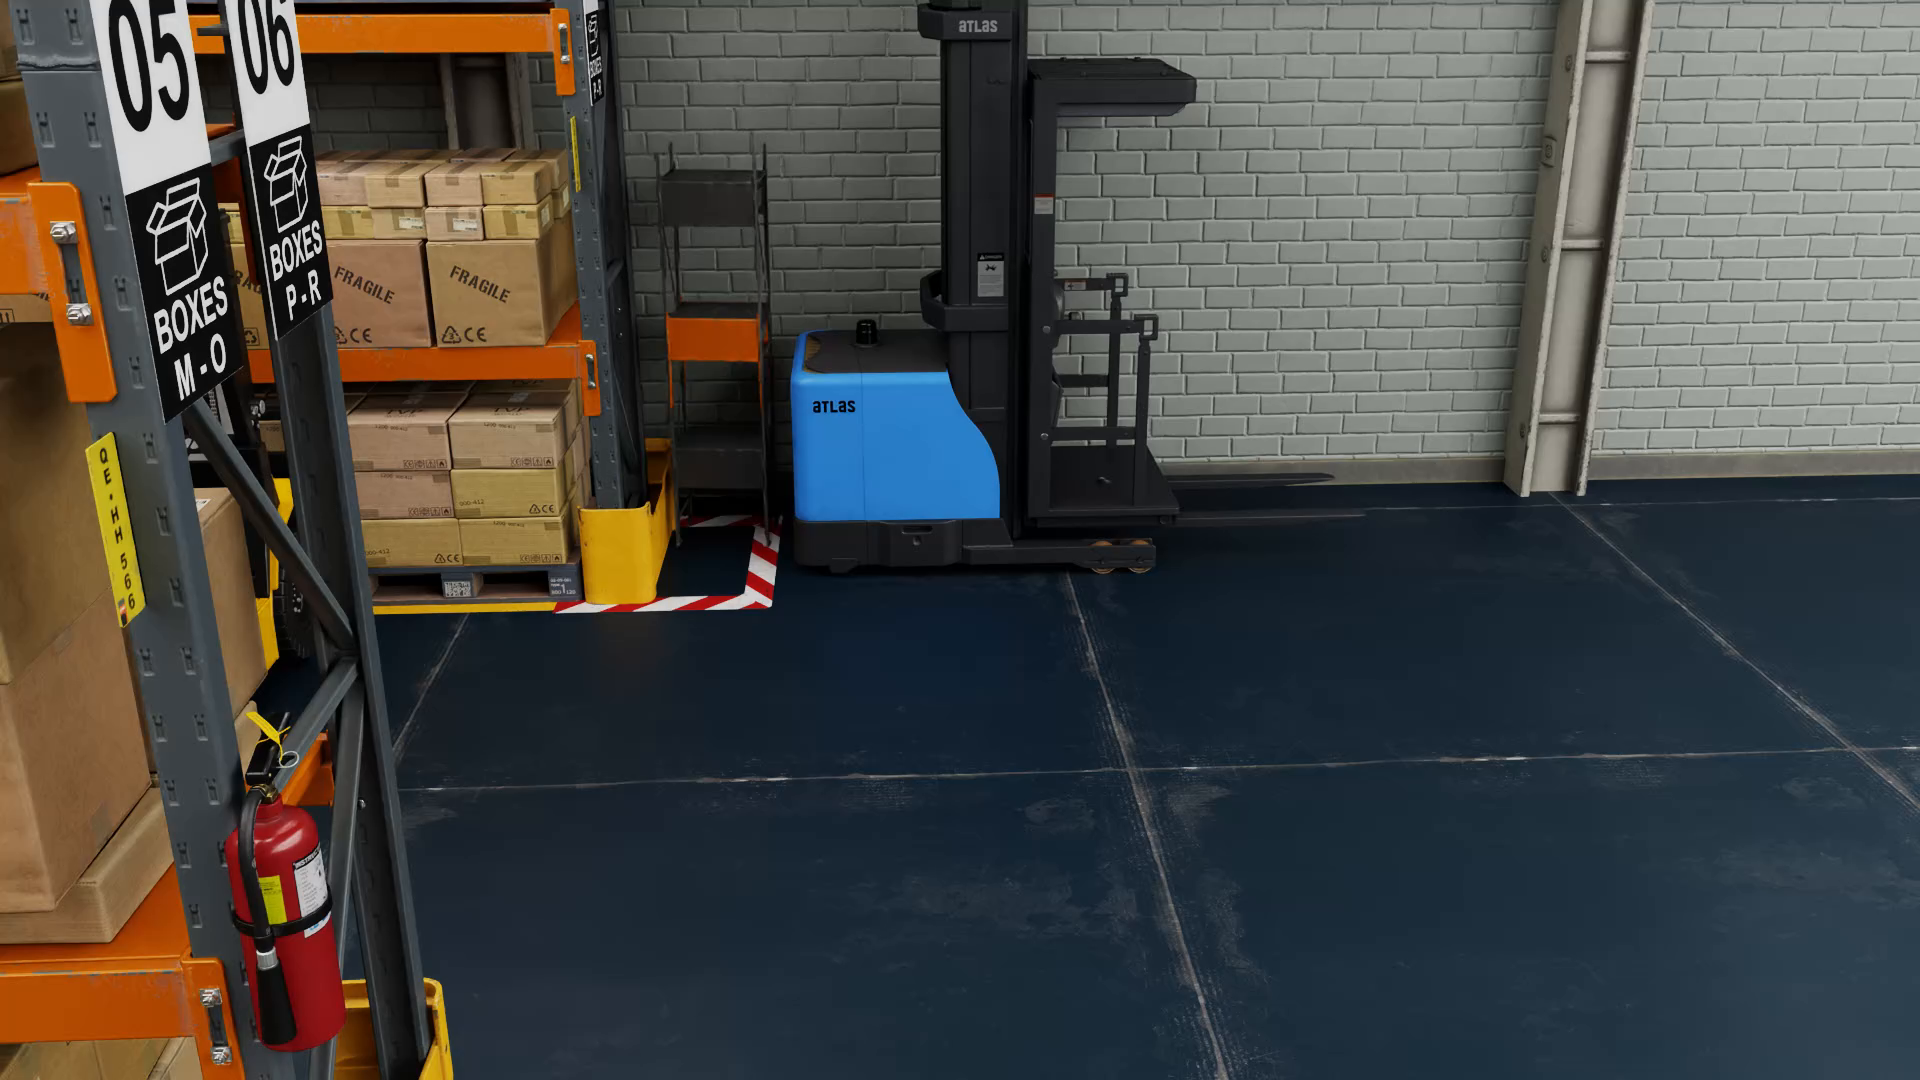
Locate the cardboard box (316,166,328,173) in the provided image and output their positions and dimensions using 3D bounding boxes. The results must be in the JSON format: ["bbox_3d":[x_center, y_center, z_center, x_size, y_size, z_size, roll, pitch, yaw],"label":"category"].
[{"bbox_3d":[-3.114,-1.640,7.744,0.250,0.149,0.380,-1,21,-2],"label":"cardboard box"}]

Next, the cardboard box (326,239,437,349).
[{"bbox_3d":[-2.752,-1.224,7.980,0.500,0.500,0.500,-1,21,-1],"label":"cardboard box"}]

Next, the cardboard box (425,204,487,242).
[{"bbox_3d":[-2.341,-1.516,7.834,0.250,0.149,0.380,-1,21,-2],"label":"cardboard box"}]

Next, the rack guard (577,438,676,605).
[{"bbox_3d":[-1.734,-0.120,8.735,0.348,0.500,1.175,-1,21,-3],"label":"rack guard"}]

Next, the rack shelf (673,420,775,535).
[{"bbox_3d":[-1.277,-0.346,9.077,0.480,0.518,0.431,1,21,1],"label":"rack shelf"}]

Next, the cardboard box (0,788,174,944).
[{"bbox_3d":[-1.832,0.676,3.483,0.250,0.149,0.380,0,21,-1],"label":"cardboard box"}]

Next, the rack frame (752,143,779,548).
[{"bbox_3d":[-1.027,-1.008,8.817,0.015,2.100,0.400,1,21,1],"label":"rack frame"}]

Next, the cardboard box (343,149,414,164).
[{"bbox_3d":[-2.879,-1.843,8.275,0.250,0.149,0.380,-1,21,-3],"label":"cardboard box"}]

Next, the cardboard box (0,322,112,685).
[{"bbox_3d":[-1.968,-0.090,3.178,0.500,0.500,0.700,-2,21,-4],"label":"cardboard box"}]

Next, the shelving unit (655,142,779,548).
[{"bbox_3d":[-1.271,-1.013,8.823,0.503,2.100,0.431,1,21,1],"label":"shelving unit"}]

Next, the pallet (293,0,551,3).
[{"bbox_3d":[-2.465,-2.643,7.757,1.213,0.211,1.003,-1,21,-3],"label":"pallet"}]

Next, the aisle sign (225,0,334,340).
[{"bbox_3d":[-1.426,-0.851,3.487,0.004,0.787,0.394,-1,21,-3],"label":"aisle sign"}]

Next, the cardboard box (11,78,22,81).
[{"bbox_3d":[-1.820,-0.918,3.454,0.250,0.149,0.380,-1,21,-3],"label":"cardboard box"}]

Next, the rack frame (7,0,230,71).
[{"bbox_3d":[-1.470,-2.329,2.590,0.127,3.000,1.000,-1,21,-3],"label":"rack frame"}]

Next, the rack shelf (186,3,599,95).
[{"bbox_3d":[-3.754,-2.313,7.776,4.000,0.370,1.077,-1,21,-3],"label":"rack shelf"}]

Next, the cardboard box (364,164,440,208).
[{"bbox_3d":[-2.607,-1.664,7.805,0.250,0.149,0.380,-1,21,-2],"label":"cardboard box"}]

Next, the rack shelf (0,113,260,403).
[{"bbox_3d":[-3.467,-0.550,3.145,4.000,0.370,1.077,-1,21,-3],"label":"rack shelf"}]

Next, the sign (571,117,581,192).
[{"bbox_3d":[-1.740,-1.747,7.533,0.005,0.325,0.100,-1,21,-3],"label":"sign"}]

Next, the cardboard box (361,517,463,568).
[{"bbox_3d":[-2.706,-0.071,8.365,0.500,0.250,0.500,-1,21,-3],"label":"cardboard box"}]

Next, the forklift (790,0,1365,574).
[{"bbox_3d":[0.627,-1.382,8.632,3.031,2.935,1.130,-1,21,-3],"label":"forklift"}]

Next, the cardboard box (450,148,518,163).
[{"bbox_3d":[-2.374,-1.863,8.328,0.250,0.149,0.380,0,21,-1],"label":"cardboard box"}]

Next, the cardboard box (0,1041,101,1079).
[{"bbox_3d":[-2.255,1.322,3.652,0.500,0.500,0.500,-1,21,-3],"label":"cardboard box"}]

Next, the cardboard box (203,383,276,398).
[{"bbox_3d":[-3.759,-0.698,8.608,0.500,0.250,0.500,-2,21,-4],"label":"cardboard box"}]

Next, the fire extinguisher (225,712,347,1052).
[{"bbox_3d":[-1.330,0.673,3.247,0.183,0.674,0.296,-1,21,-3],"label":"fire extinguisher"}]

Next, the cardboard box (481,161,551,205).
[{"bbox_3d":[-2.103,-1.695,7.887,0.250,0.149,0.380,-1,21,-3],"label":"cardboard box"}]

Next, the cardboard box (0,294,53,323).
[{"bbox_3d":[-4.269,-1.197,7.909,0.500,0.500,0.500,-1,21,-4],"label":"cardboard box"}]

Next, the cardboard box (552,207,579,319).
[{"bbox_3d":[-2.268,-1.423,8.503,0.500,0.500,0.500,0,21,-1],"label":"cardboard box"}]

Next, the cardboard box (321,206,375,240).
[{"bbox_3d":[-2.852,-1.531,7.875,0.250,0.149,0.380,-1,21,-3],"label":"cardboard box"}]

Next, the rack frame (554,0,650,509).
[{"bbox_3d":[-1.758,-1.288,8.288,0.127,3.000,1.000,-1,21,-3],"label":"rack frame"}]

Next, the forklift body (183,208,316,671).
[{"bbox_3d":[-3.547,-0.205,6.636,1.214,2.155,2.313,-1,21,-3],"label":"forklift body"}]

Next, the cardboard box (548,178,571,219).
[{"bbox_3d":[-2.111,-1.723,8.379,0.250,0.149,0.380,-2,21,-4],"label":"cardboard box"}]

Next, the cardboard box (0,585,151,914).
[{"bbox_3d":[-1.997,0.398,3.301,0.500,0.500,0.500,-2,21,-4],"label":"cardboard box"}]

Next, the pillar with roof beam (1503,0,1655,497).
[{"bbox_3d":[3.732,-2.990,4.328,0.400,9.000,9.100,-1,21,-3],"label":"pillar with roof beam"}]

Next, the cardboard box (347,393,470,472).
[{"bbox_3d":[-2.709,-0.534,8.177,0.500,0.250,0.500,-1,21,-2],"label":"cardboard box"}]

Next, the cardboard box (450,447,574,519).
[{"bbox_3d":[-2.226,-0.312,8.296,0.500,0.250,0.500,-1,21,-4],"label":"cardboard box"}]

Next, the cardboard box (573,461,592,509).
[{"bbox_3d":[-2.259,-0.259,8.859,0.500,0.250,0.500,-1,21,-3],"label":"cardboard box"}]

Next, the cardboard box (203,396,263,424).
[{"bbox_3d":[-3.718,-0.513,8.121,0.500,0.250,0.500,-2,21,-4],"label":"cardboard box"}]

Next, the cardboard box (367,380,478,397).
[{"bbox_3d":[-2.747,-0.713,8.646,0.500,0.250,0.500,-1,21,-3],"label":"cardboard box"}]
